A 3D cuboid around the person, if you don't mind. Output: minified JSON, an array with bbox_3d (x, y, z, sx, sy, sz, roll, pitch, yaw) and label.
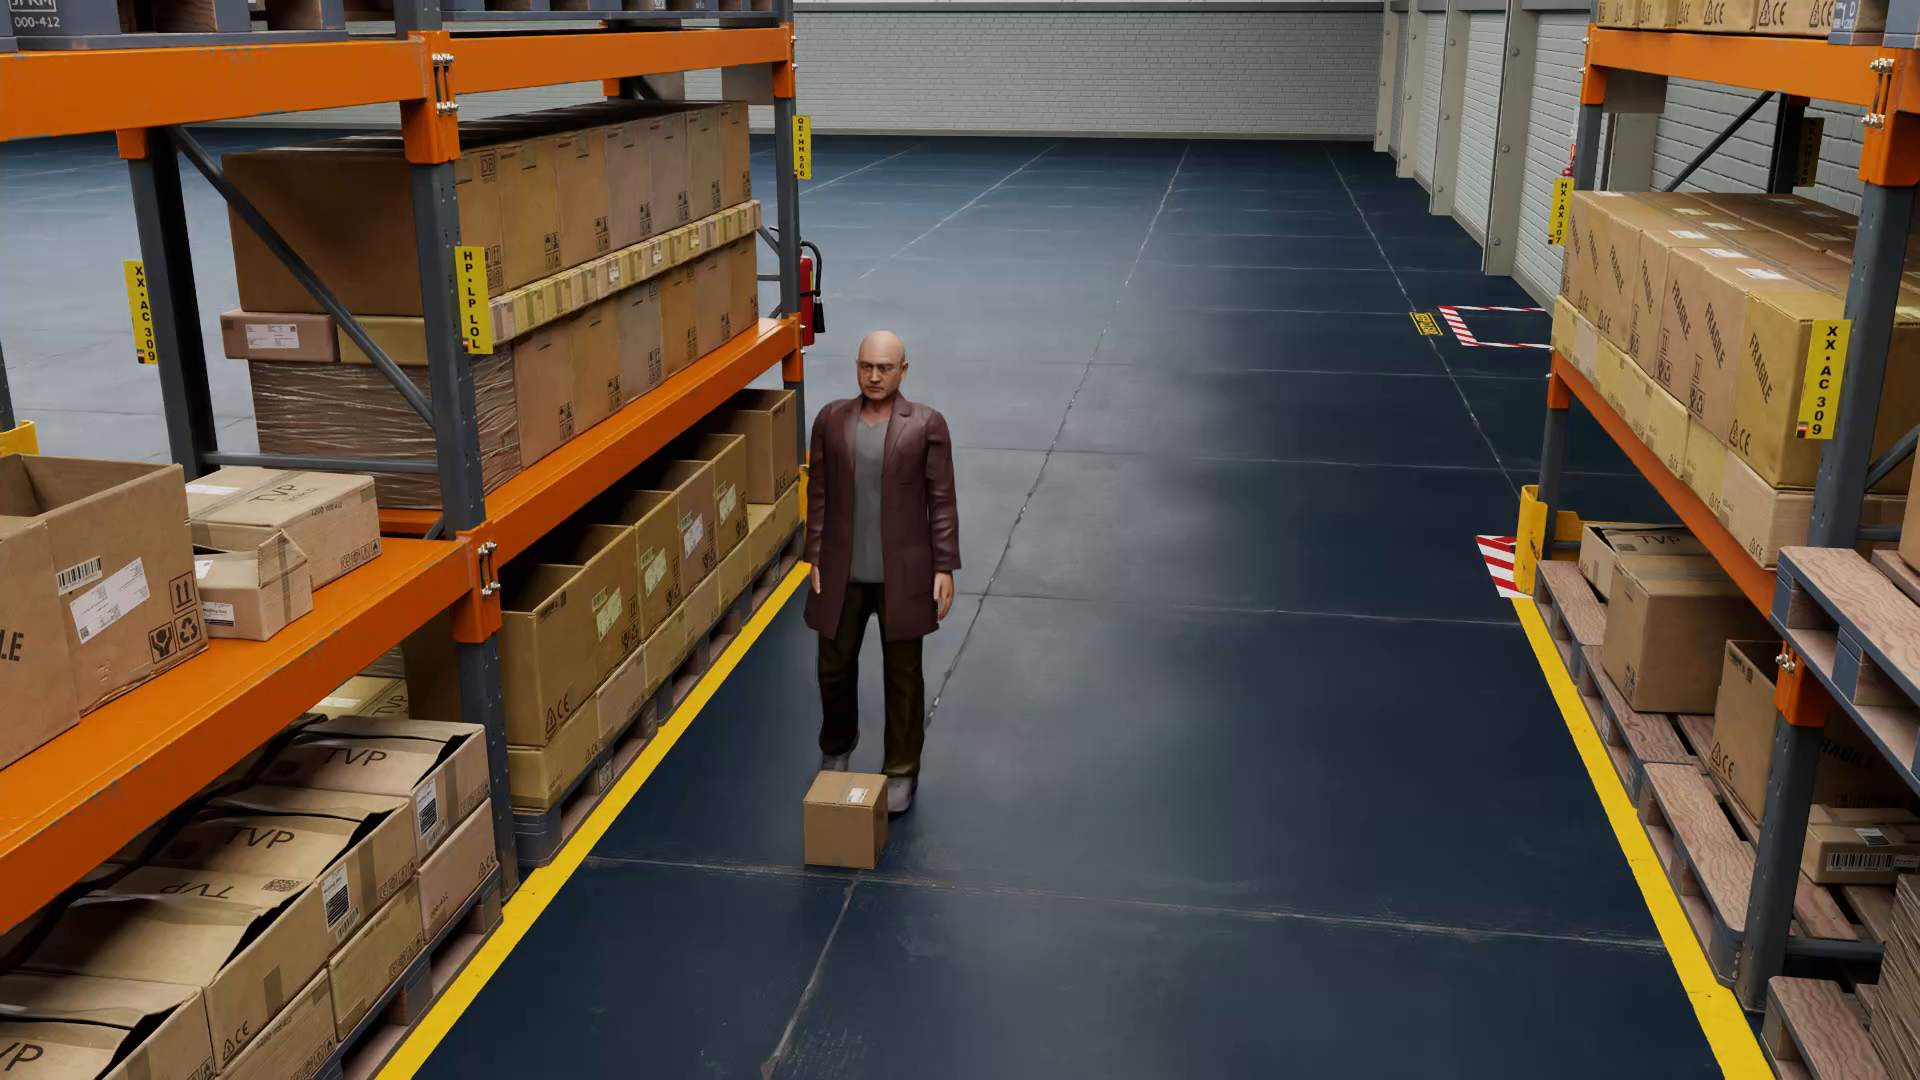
[{"bbox_3d":[-0.292,0.145,6.222,0.601,1.848,0.561,3,18,9],"label":"person"}]
